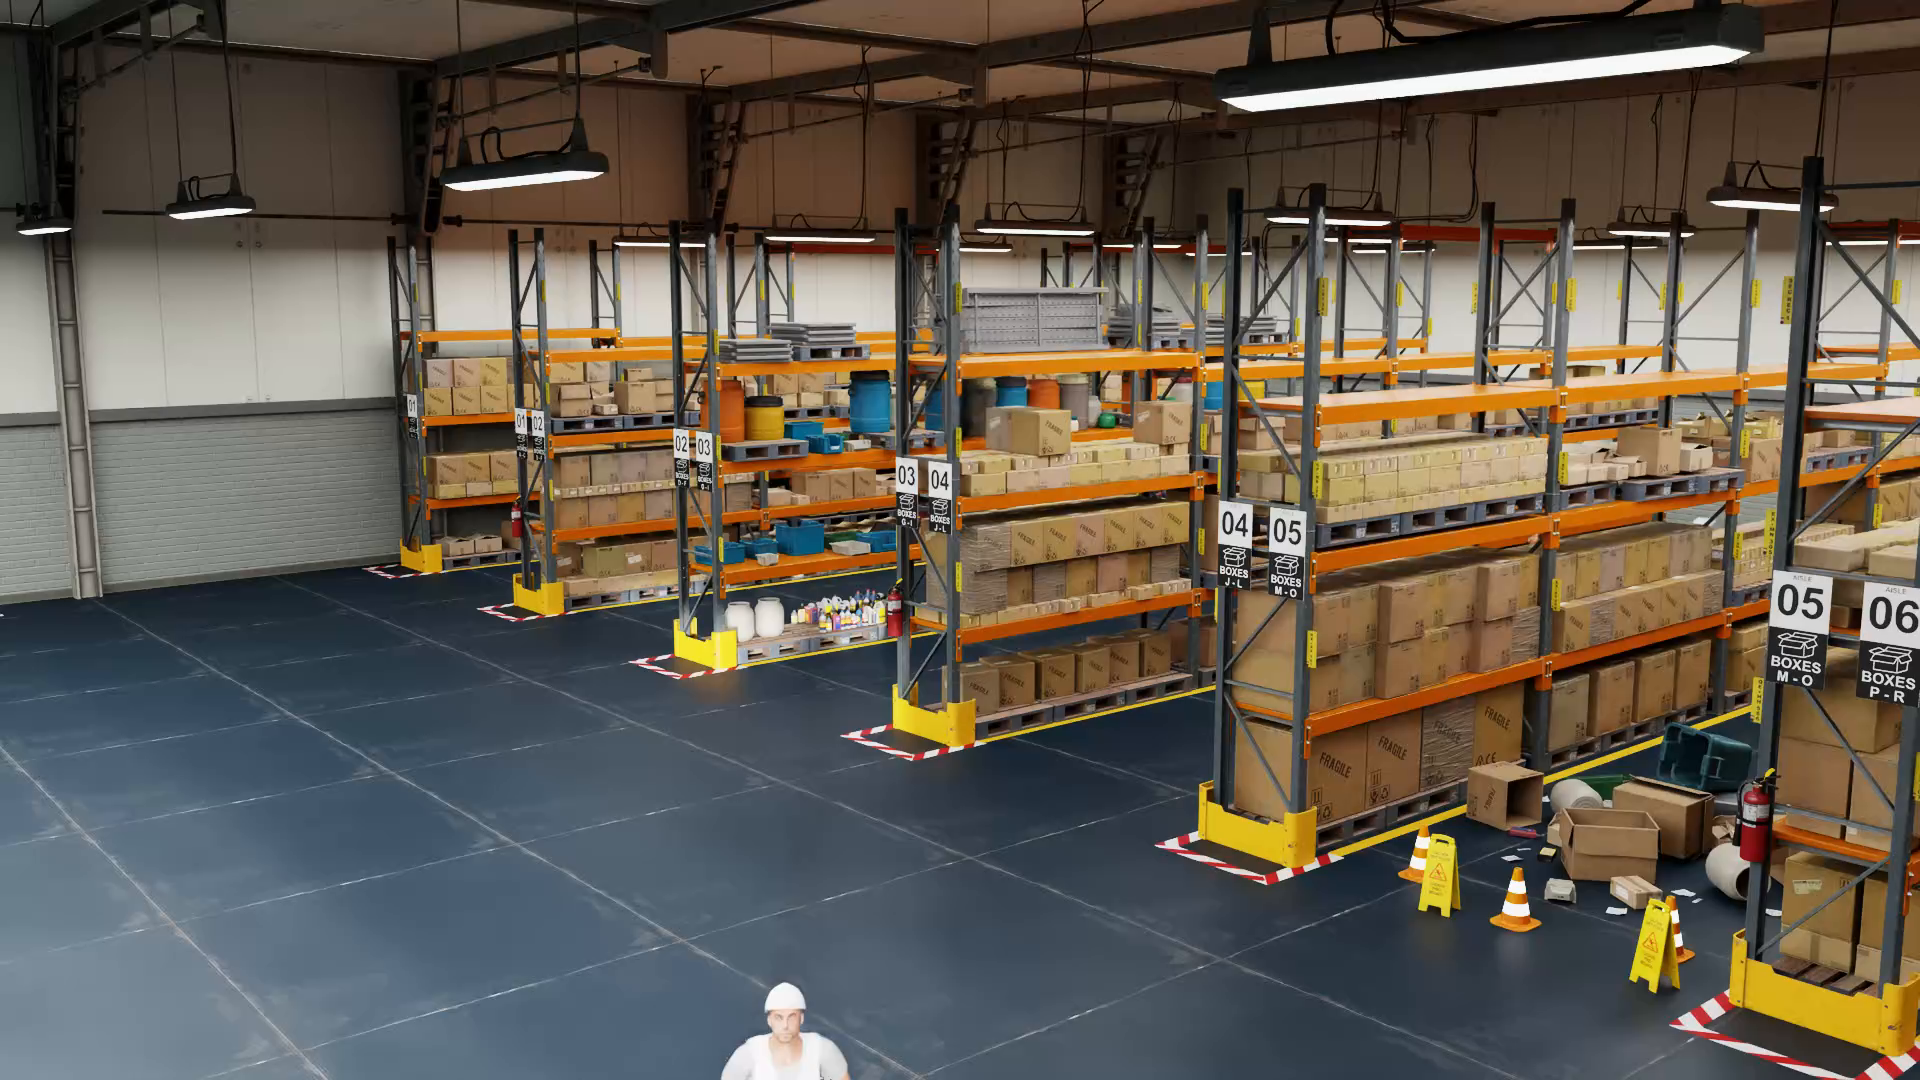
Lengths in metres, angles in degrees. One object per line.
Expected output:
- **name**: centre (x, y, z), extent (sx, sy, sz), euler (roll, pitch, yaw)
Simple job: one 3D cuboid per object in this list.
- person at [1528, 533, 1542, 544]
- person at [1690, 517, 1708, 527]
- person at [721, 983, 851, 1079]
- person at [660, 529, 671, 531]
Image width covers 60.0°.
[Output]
- **person**: centre (8.234, 0.676, 23.967), extent (0.607, 1.667, 0.562), euler (-8, 12, -41)
- **person**: centre (10.852, 0.568, 24.321), extent (0.779, 1.826, 0.684), euler (-7, 11, -36)
- **person**: centre (-0.862, 3.044, 8.272), extent (0.674, 1.757, 0.806), euler (-1, 9, -9)
- **person**: centre (-5.296, -0.361, 30.330), extent (0.657, 1.731, 0.879), euler (7, 11, 38)
